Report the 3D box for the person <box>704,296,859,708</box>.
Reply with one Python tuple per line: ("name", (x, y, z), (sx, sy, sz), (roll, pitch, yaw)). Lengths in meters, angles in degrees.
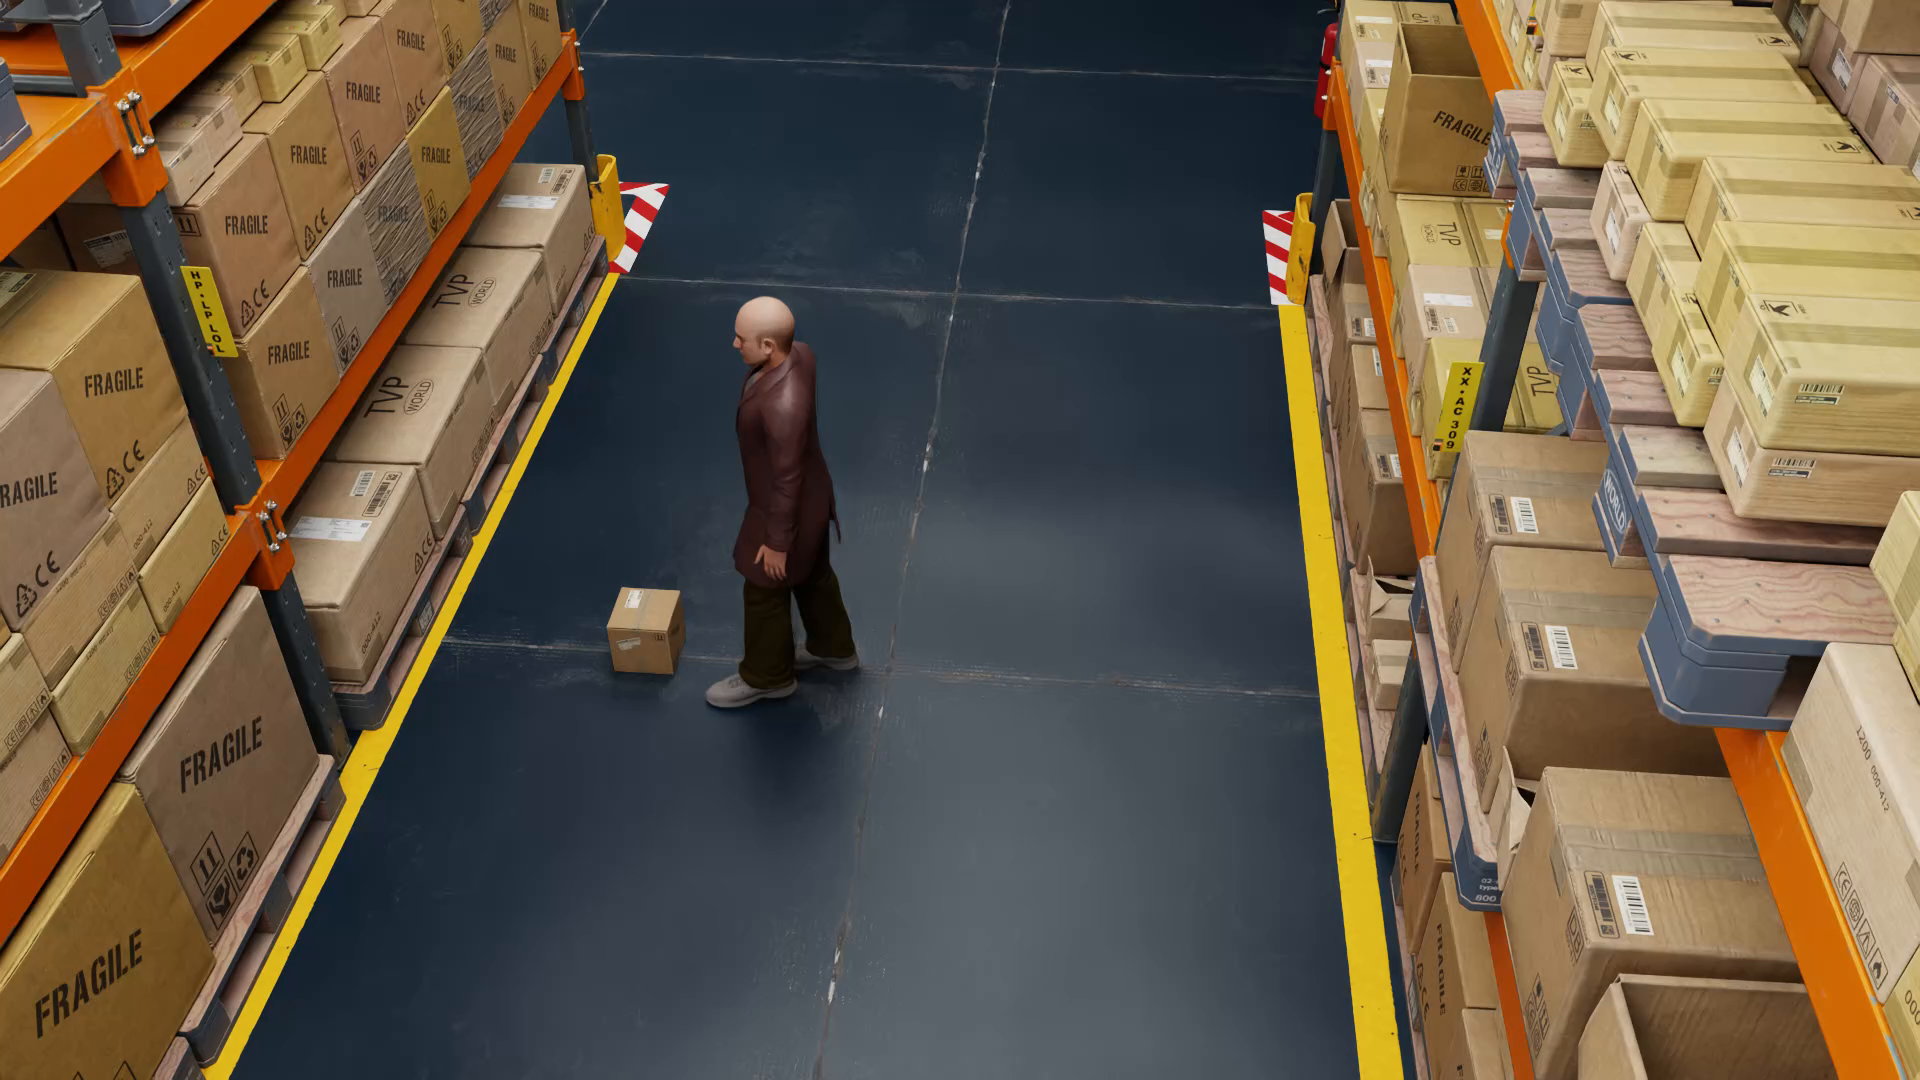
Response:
("person", (-0.725, -0.045, 6.353), (0.612, 1.588, 0.609), (1, 40, 1))
